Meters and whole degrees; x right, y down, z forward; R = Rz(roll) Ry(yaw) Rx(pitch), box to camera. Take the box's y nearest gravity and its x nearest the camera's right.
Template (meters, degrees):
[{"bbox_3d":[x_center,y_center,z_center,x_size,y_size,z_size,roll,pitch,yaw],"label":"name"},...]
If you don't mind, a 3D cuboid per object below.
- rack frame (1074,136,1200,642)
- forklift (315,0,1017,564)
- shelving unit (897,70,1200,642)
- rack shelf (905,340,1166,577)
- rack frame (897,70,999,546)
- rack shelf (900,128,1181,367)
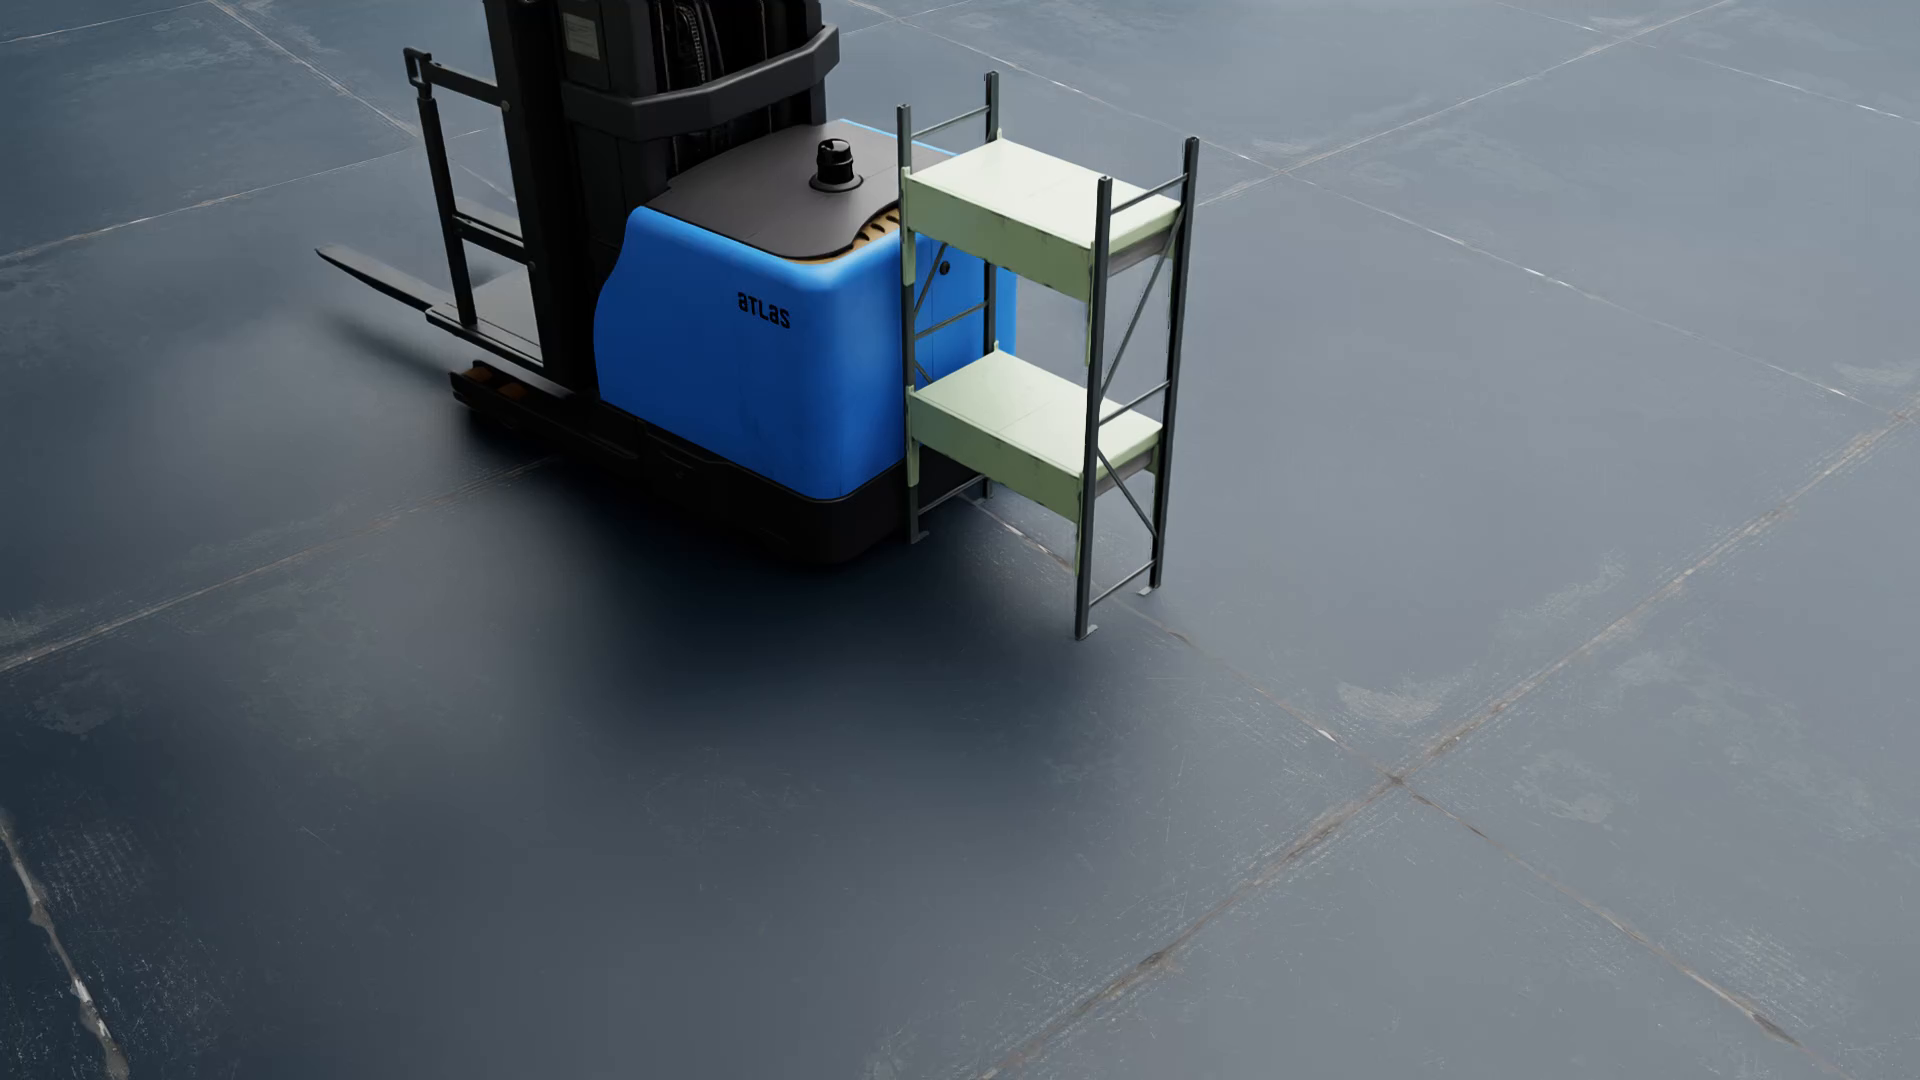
[{"bbox_3d":[0.497,-0.388,4.780,0.023,1.500,0.400,29,44,34],"label":"rack frame"},{"bbox_3d":[-1.261,-1.816,5.559,3.031,2.935,1.130,25,42,31],"label":"forklift"},{"bbox_3d":[0.233,-0.534,4.987,0.755,1.500,0.431,29,44,34],"label":"shelving unit"},{"bbox_3d":[0.233,-0.268,5.175,0.720,0.370,0.431,29,44,34],"label":"rack shelf"},{"bbox_3d":[-0.031,-0.681,5.194,0.023,1.500,0.400,29,44,34],"label":"rack frame"},{"bbox_3d":[0.233,-0.853,4.761,0.720,0.370,0.431,29,44,34],"label":"rack shelf"}]
